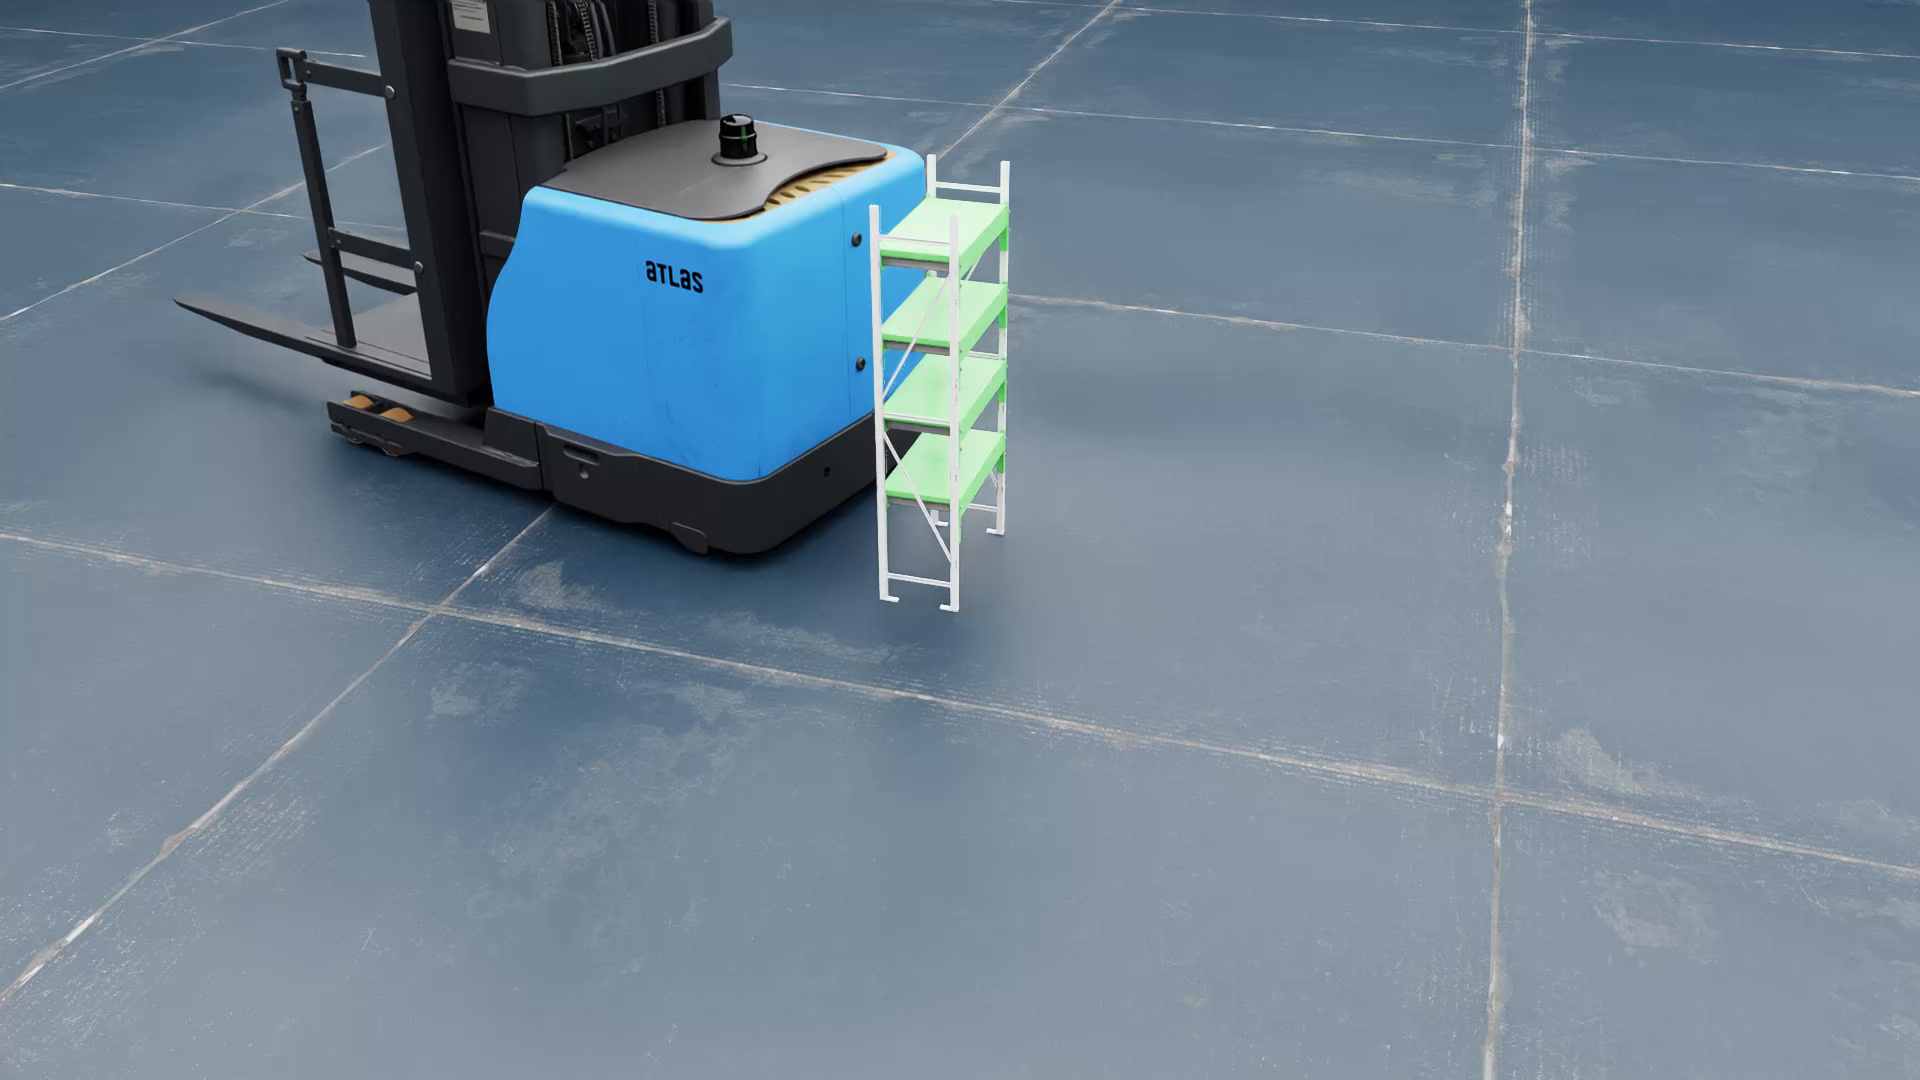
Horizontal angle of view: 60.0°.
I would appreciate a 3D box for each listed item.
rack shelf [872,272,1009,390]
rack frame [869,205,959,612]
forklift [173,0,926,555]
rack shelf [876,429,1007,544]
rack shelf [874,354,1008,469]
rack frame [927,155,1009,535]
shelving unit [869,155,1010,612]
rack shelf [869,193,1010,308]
[{"bbox_3d":[-0.049,-0.601,4.734,0.258,0.148,0.480,8,30,15],"label":"rack shelf"},{"bbox_3d":[-0.120,-0.334,4.616,0.240,1.200,0.015,8,30,15],"label":"rack frame"},{"bbox_3d":[-1.613,-1.767,5.411,3.031,2.935,1.130,17,33,28],"label":"forklift"},{"bbox_3d":[-0.049,-0.182,4.968,0.258,0.148,0.480,8,30,15],"label":"rack shelf"},{"bbox_3d":[-0.049,-0.392,4.851,0.258,0.148,0.480,8,30,15],"label":"rack shelf"},{"bbox_3d":[0.023,-0.561,5.024,0.240,1.200,0.015,8,30,15],"label":"rack frame"},{"bbox_3d":[-0.049,-0.447,4.820,0.258,1.200,0.503,8,30,15],"label":"shelving unit"},{"bbox_3d":[-0.049,-0.811,4.618,0.258,0.148,0.480,8,30,15],"label":"rack shelf"}]
